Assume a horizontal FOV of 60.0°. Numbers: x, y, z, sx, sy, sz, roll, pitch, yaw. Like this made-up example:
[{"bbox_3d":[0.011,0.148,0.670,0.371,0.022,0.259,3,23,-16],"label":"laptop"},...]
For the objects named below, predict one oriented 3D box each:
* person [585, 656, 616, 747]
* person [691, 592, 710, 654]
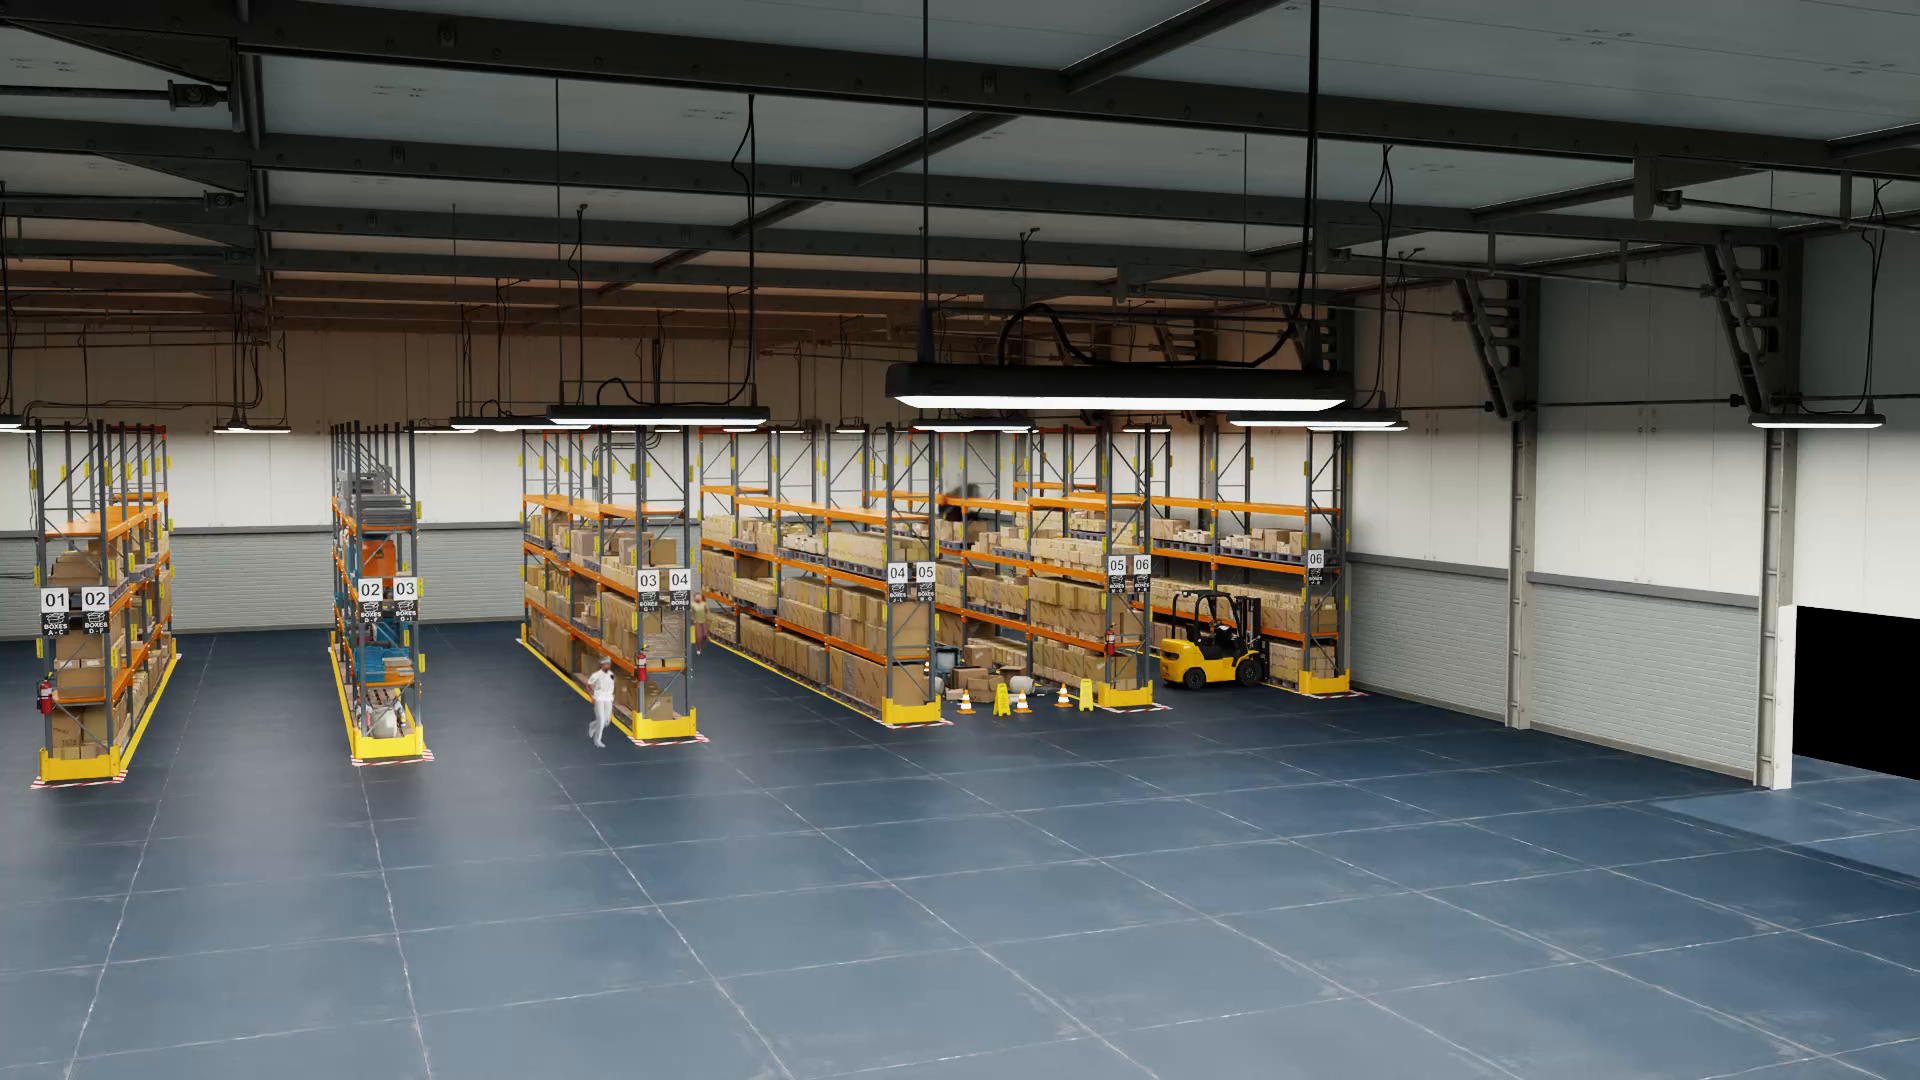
[{"bbox_3d":[-6.678,2.986,30.945,0.627,1.657,0.619,3,5,44],"label":"person"},{"bbox_3d":[-6.817,2.194,43.587,0.590,1.617,0.512,-1,4,-20],"label":"person"}]
